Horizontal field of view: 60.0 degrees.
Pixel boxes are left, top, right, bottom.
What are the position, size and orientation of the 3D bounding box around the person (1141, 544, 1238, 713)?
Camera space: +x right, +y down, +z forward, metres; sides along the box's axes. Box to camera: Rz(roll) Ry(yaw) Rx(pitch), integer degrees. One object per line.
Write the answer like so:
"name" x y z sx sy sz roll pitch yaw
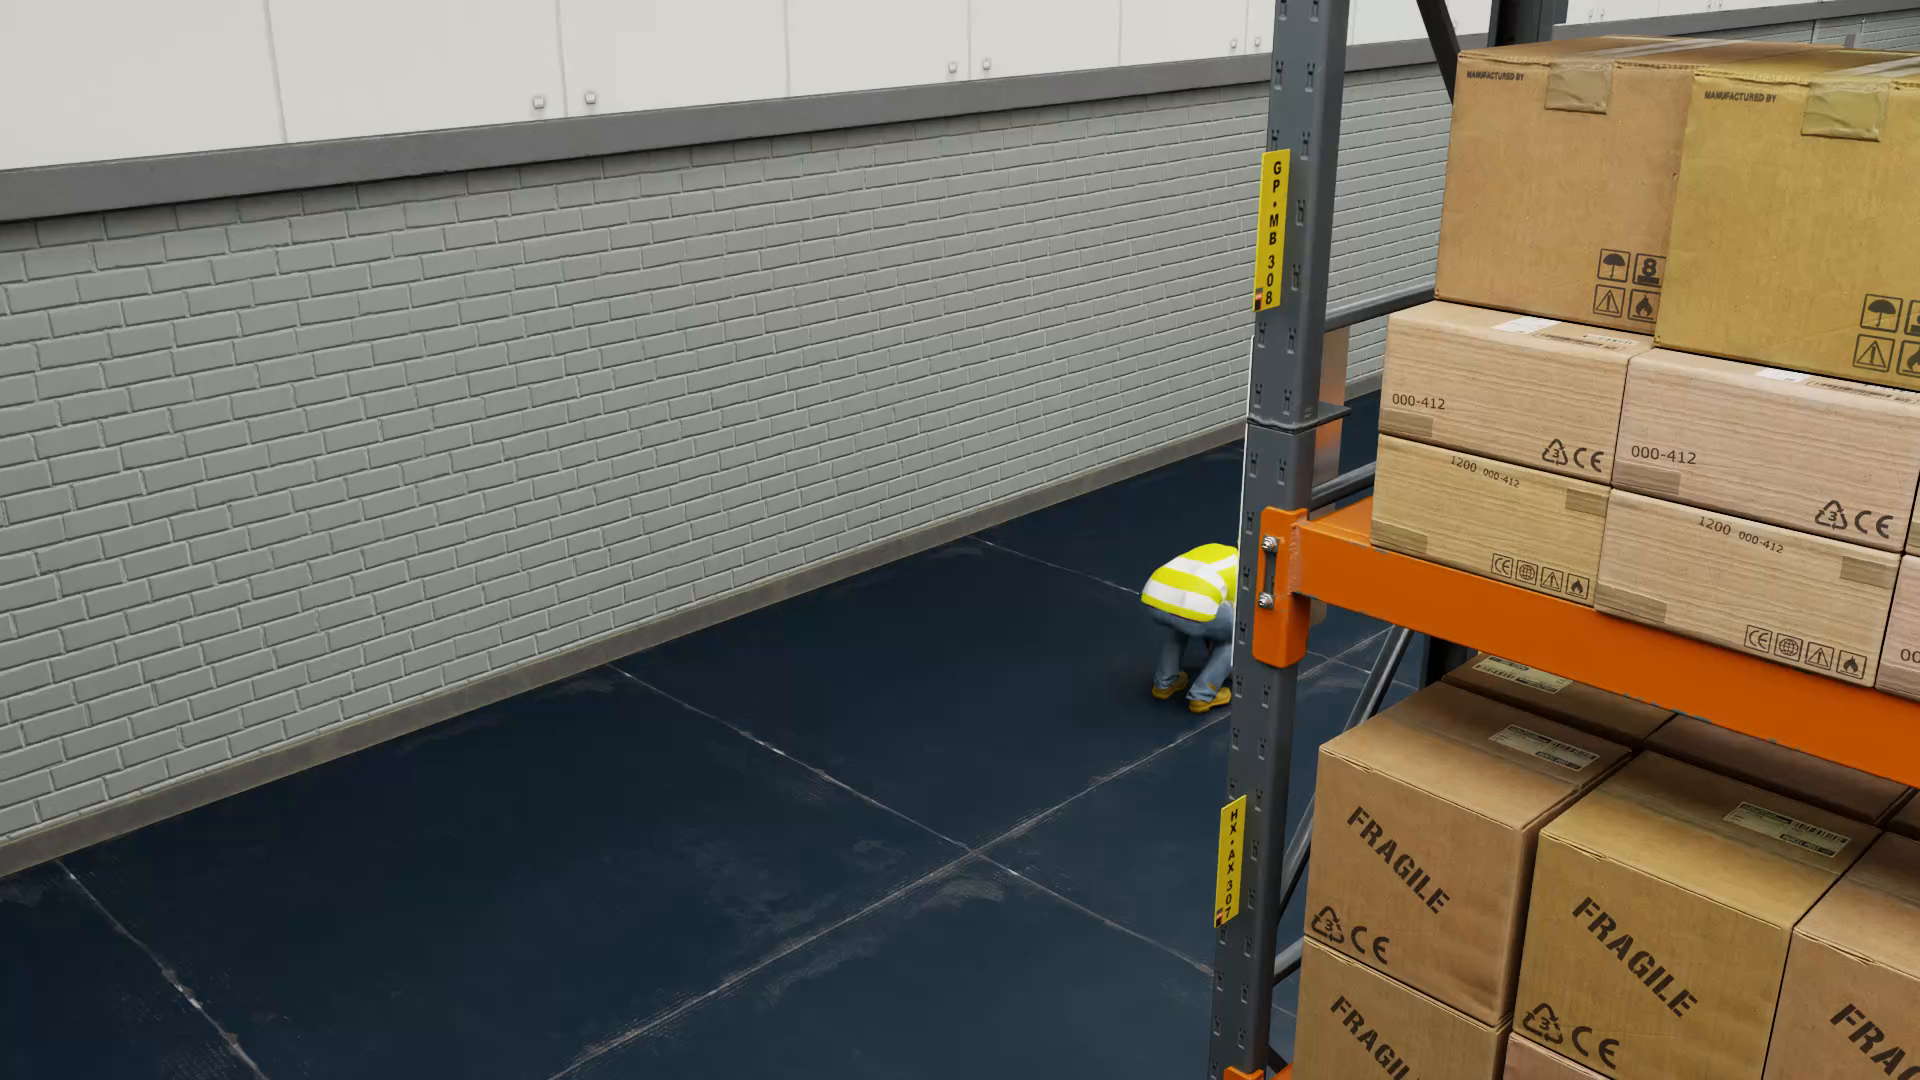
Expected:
"person" 1.391 0.441 9.208 0.514 0.861 0.963 18 27 39
